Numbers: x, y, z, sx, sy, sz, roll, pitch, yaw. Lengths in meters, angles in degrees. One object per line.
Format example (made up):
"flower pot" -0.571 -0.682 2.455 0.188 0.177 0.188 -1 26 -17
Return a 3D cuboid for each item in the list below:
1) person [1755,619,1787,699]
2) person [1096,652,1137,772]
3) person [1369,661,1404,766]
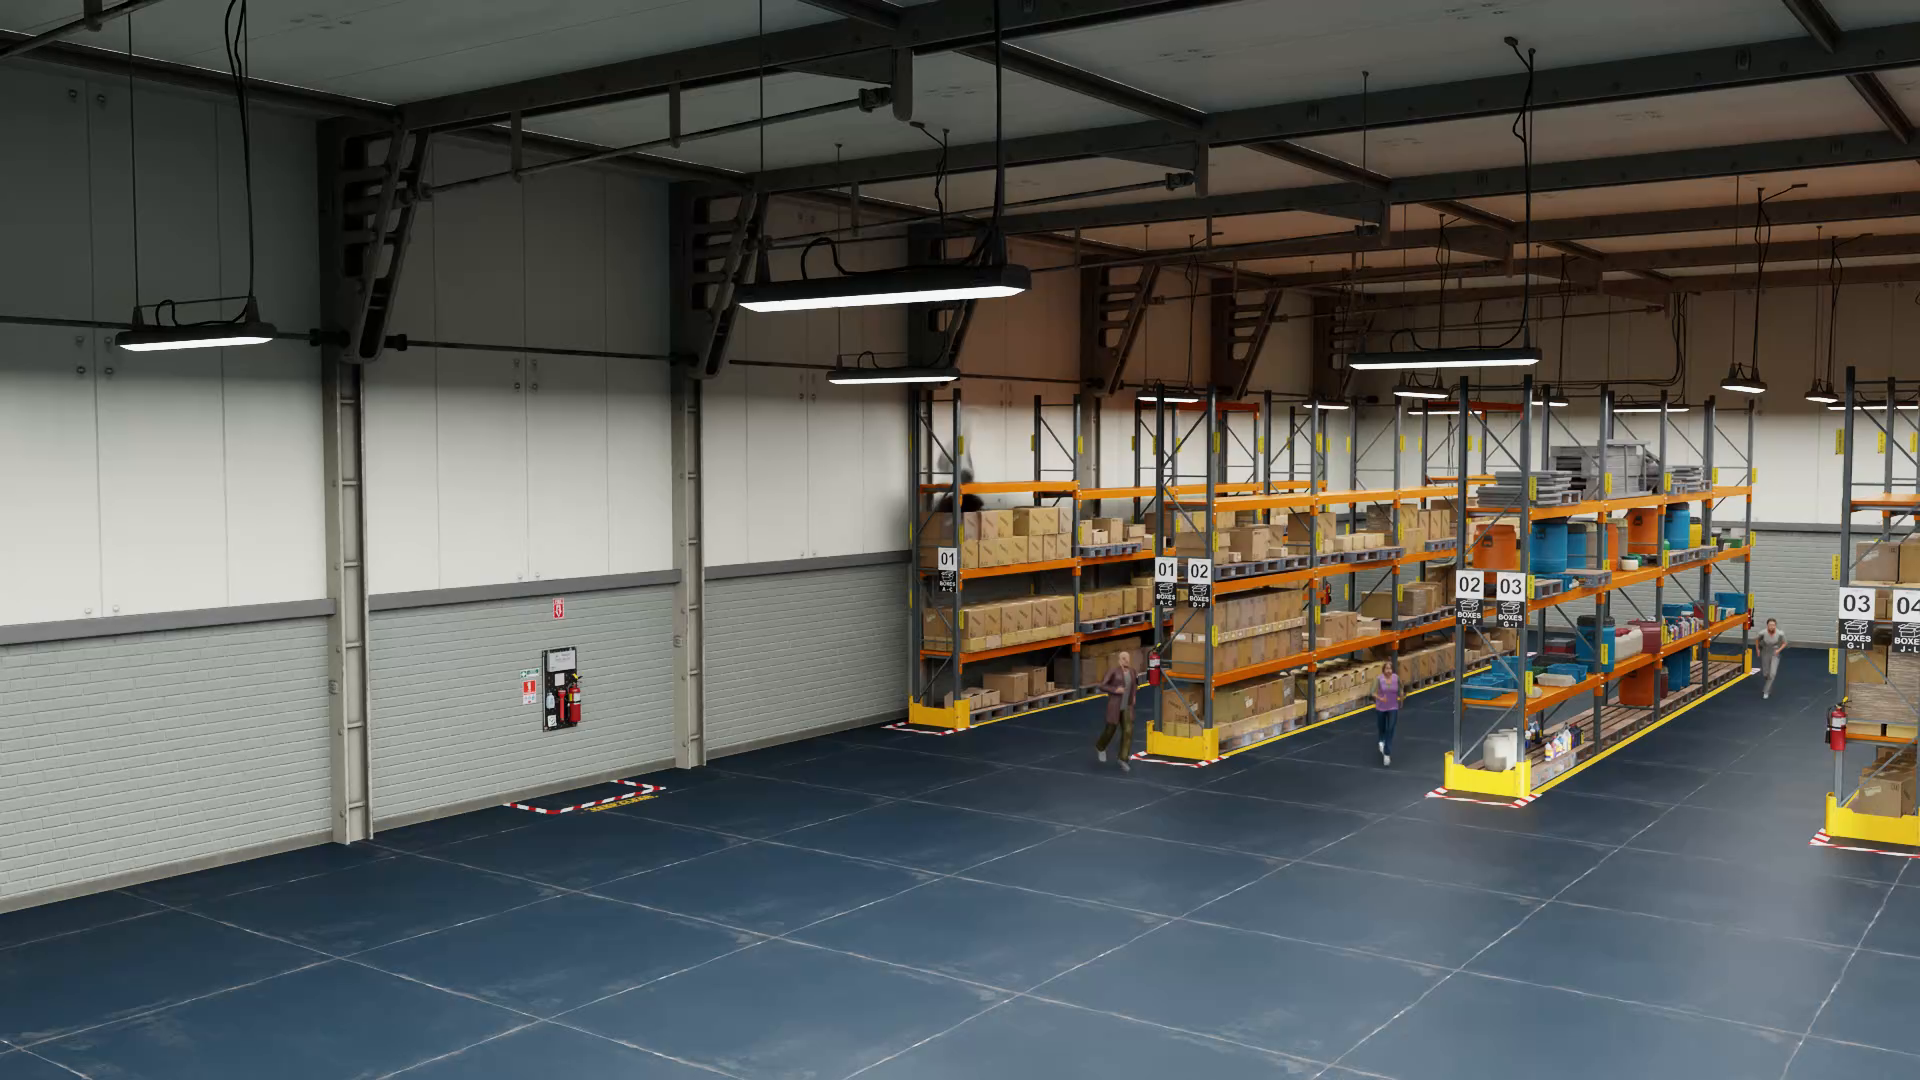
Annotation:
"person" 16.099 2.344 33.025 0.557 1.605 0.676 1 4 22
"person" 2.493 2.636 25.901 0.716 1.809 0.967 -1 3 -20
"person" 6.760 2.702 26.361 0.563 1.602 0.928 0 3 7
